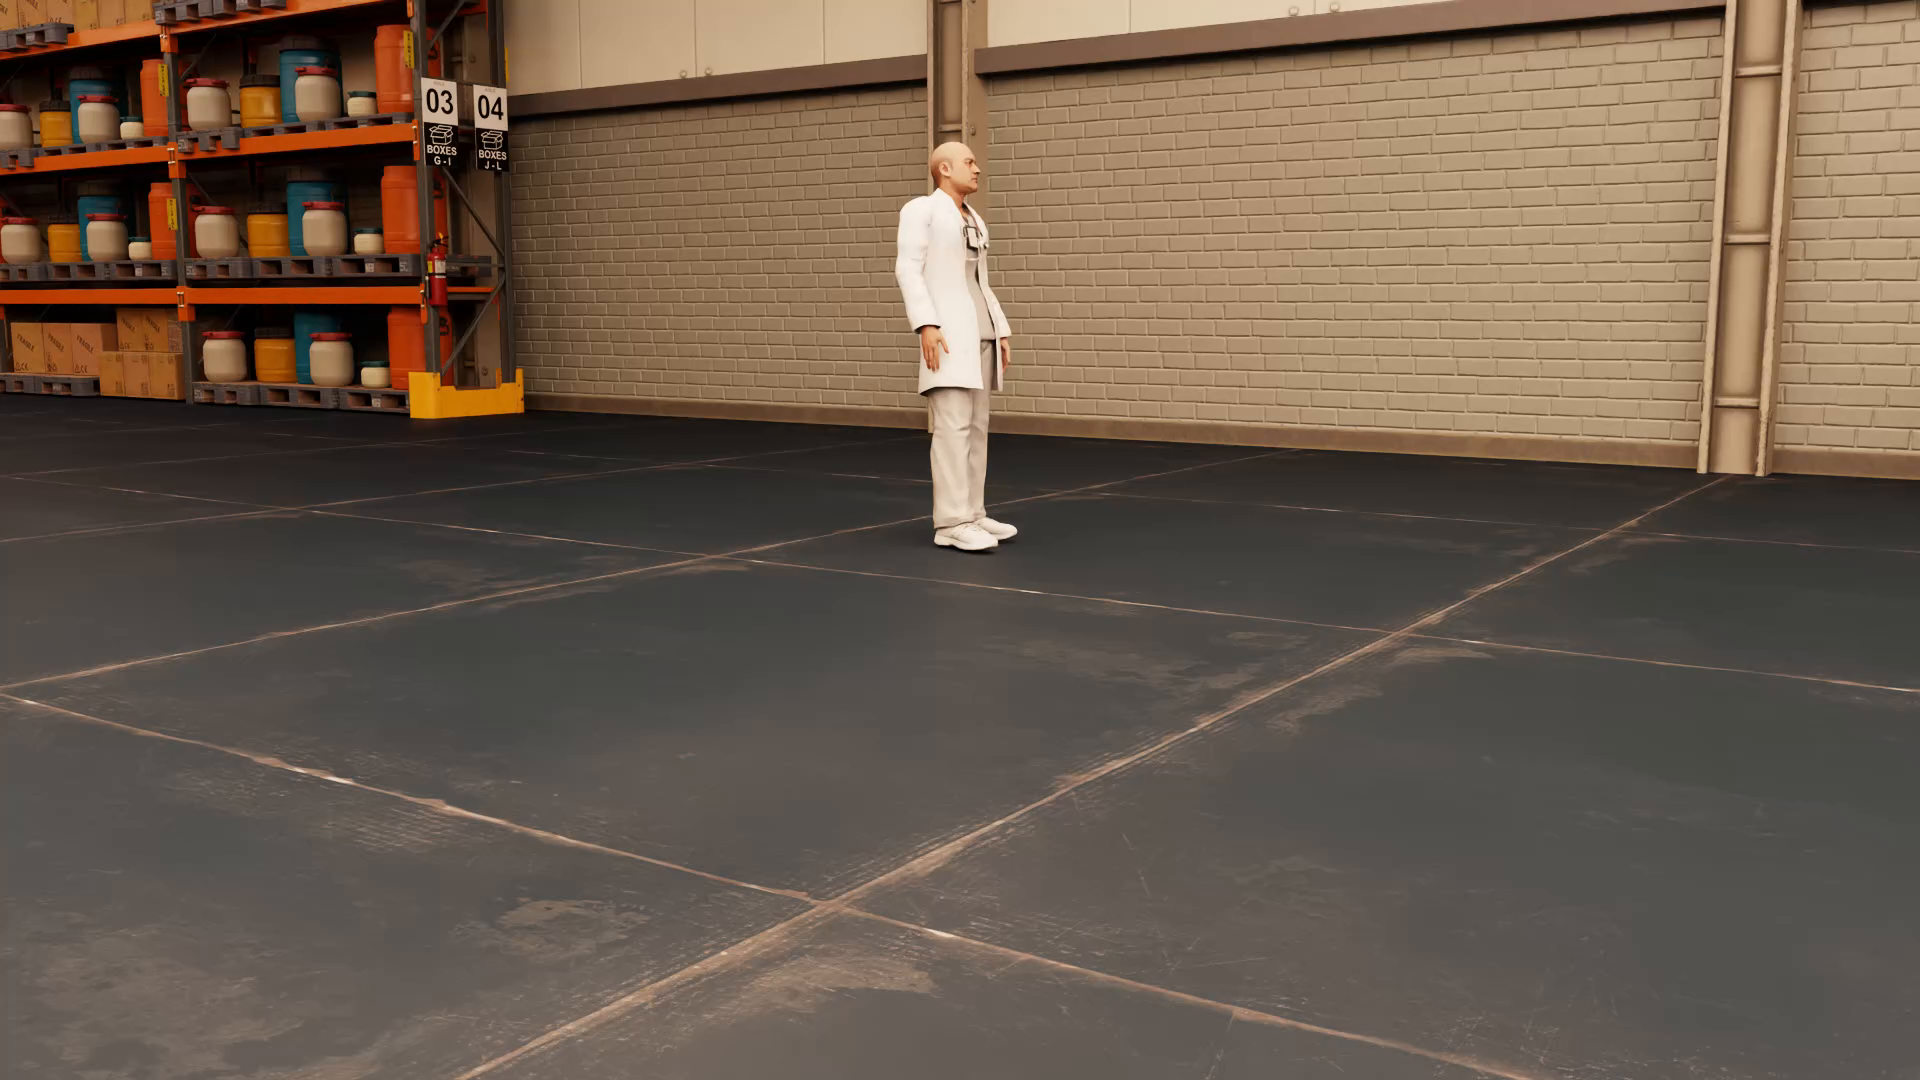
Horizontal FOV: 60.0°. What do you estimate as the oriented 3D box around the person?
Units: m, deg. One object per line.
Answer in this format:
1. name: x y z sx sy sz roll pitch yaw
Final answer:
1. person: 0.072 -0.879 7.423 0.581 1.775 0.696 5 10 34
